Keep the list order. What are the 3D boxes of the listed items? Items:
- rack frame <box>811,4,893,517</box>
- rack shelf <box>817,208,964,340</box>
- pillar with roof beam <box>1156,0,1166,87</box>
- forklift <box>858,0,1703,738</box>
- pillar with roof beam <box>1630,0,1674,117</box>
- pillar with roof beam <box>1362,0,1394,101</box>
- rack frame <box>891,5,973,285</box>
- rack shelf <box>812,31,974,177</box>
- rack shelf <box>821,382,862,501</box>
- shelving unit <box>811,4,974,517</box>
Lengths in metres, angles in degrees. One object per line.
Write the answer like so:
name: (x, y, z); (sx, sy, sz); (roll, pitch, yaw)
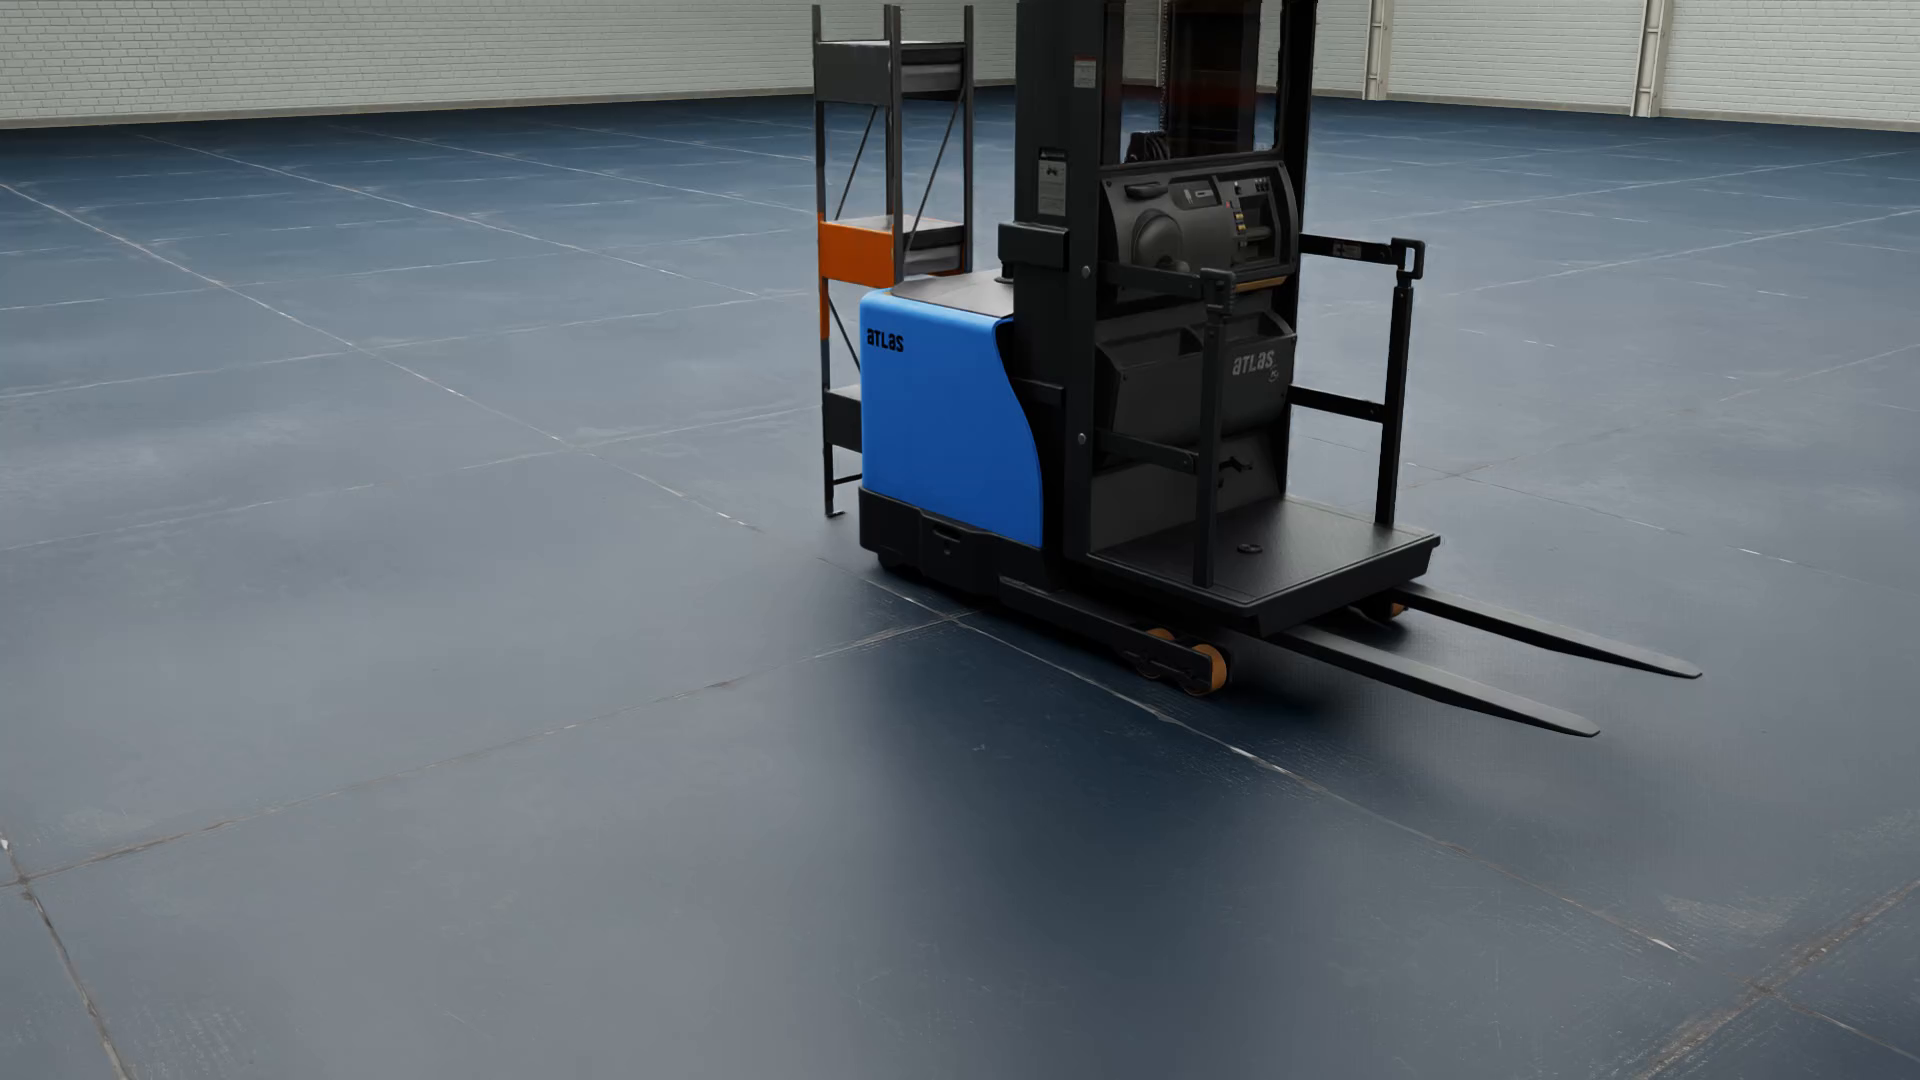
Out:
rack frame: (-0.428, -1.137, 6.957); (0.400, 2.100, 0.015); (-16, 24, -39)
rack shelf: (-0.265, -1.067, 6.789); (0.431, 0.518, 0.480); (-16, 24, -39)
pillar with roof beam: (1.434, -13.977, 34.757); (9.100, 9.000, 0.400); (-14, 23, -36)
forklift: (0.960, -1.069, 5.427); (1.130, 2.935, 3.031); (-16, 24, -39)
pillar with roof beam: (8.884, -11.020, 25.827); (9.100, 9.000, 0.400); (-14, 23, -36)
pillar with roof beam: (5.159, -12.499, 30.292); (9.100, 9.000, 0.400); (-14, 23, -36)
rack frame: (-0.102, -1.023, 6.612); (0.400, 2.100, 0.015); (-16, 24, -39)
rack shelf: (-0.265, -1.732, 6.568); (0.431, 0.518, 0.480); (-16, 24, -39)
rack shelf: (-0.265, -0.403, 7.009); (0.431, 0.518, 0.480); (-16, 24, -39)
shelving unit: (-0.265, -1.080, 6.784); (0.431, 2.100, 0.503); (-16, 24, -39)
